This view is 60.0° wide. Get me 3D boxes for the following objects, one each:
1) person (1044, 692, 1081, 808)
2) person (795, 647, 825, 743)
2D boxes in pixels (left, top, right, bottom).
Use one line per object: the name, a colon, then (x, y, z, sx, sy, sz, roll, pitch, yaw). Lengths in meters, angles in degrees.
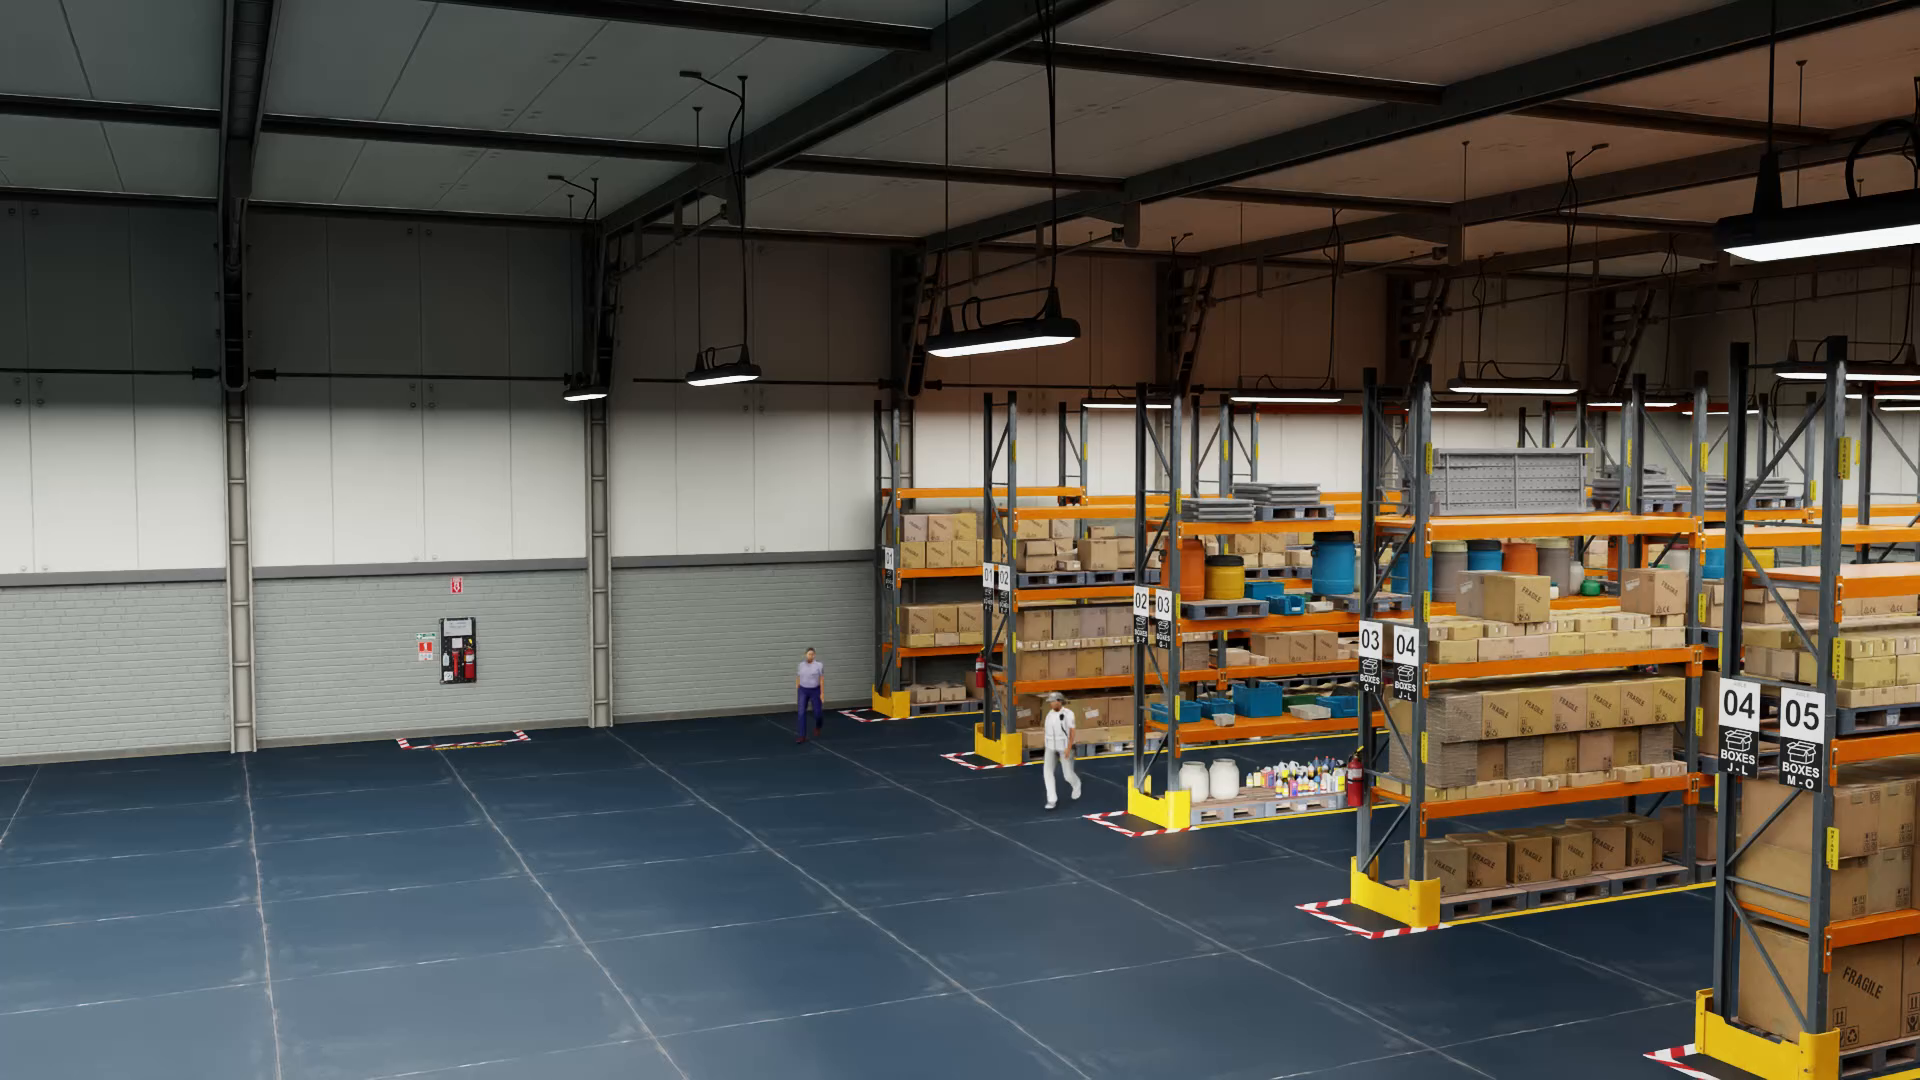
person: (1.420, 2.974, 23.695, 0.487, 1.606, 0.844, 2, 4, 26)
person: (-2.593, 2.663, 28.872, 0.511, 1.633, 0.675, 0, 3, 3)
